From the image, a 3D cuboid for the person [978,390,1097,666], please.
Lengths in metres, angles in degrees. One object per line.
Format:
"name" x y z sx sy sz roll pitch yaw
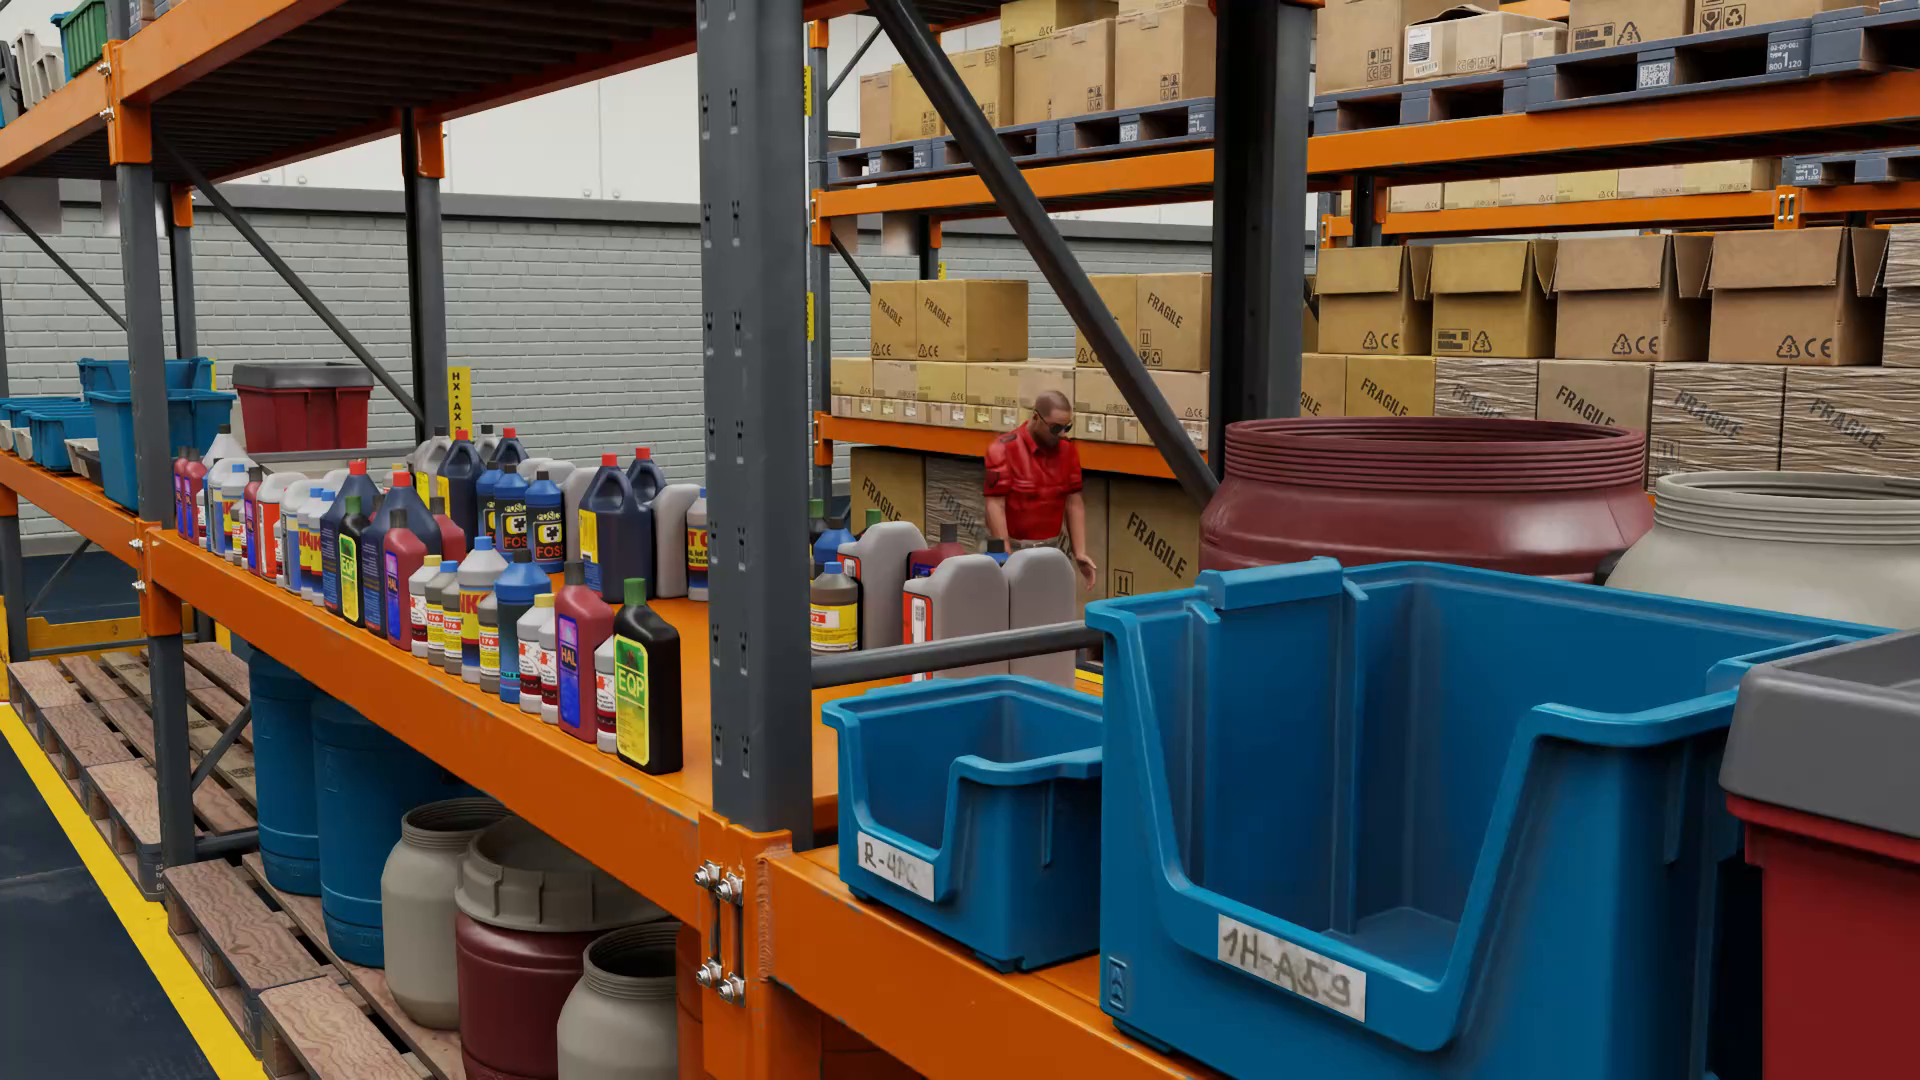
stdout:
"person" 0.344 0.119 7.827 0.564 1.650 0.458 -5 9 -34
